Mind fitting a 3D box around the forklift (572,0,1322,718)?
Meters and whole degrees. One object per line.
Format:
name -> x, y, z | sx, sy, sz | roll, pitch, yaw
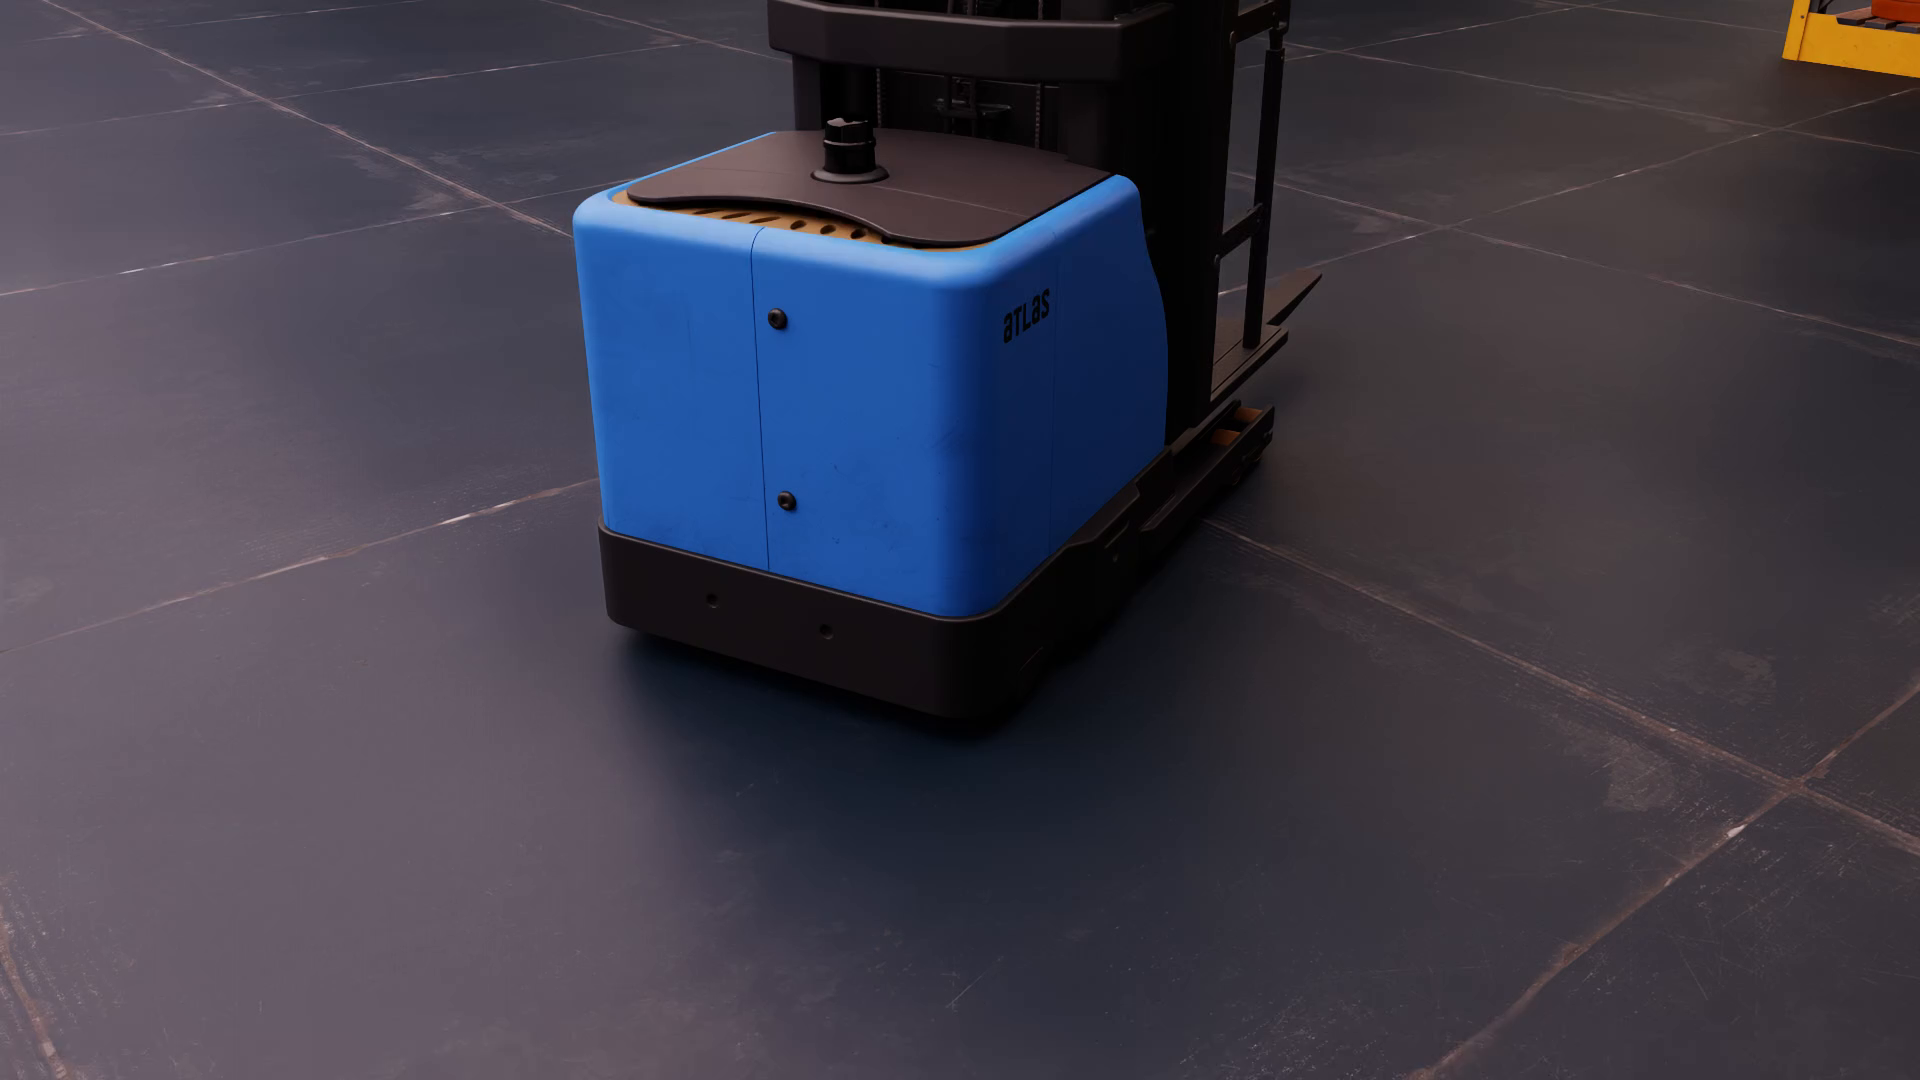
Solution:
forklift -> 0.285, -1.552, 4.331 | 1.130, 2.935, 3.031 | 13, 29, 25
